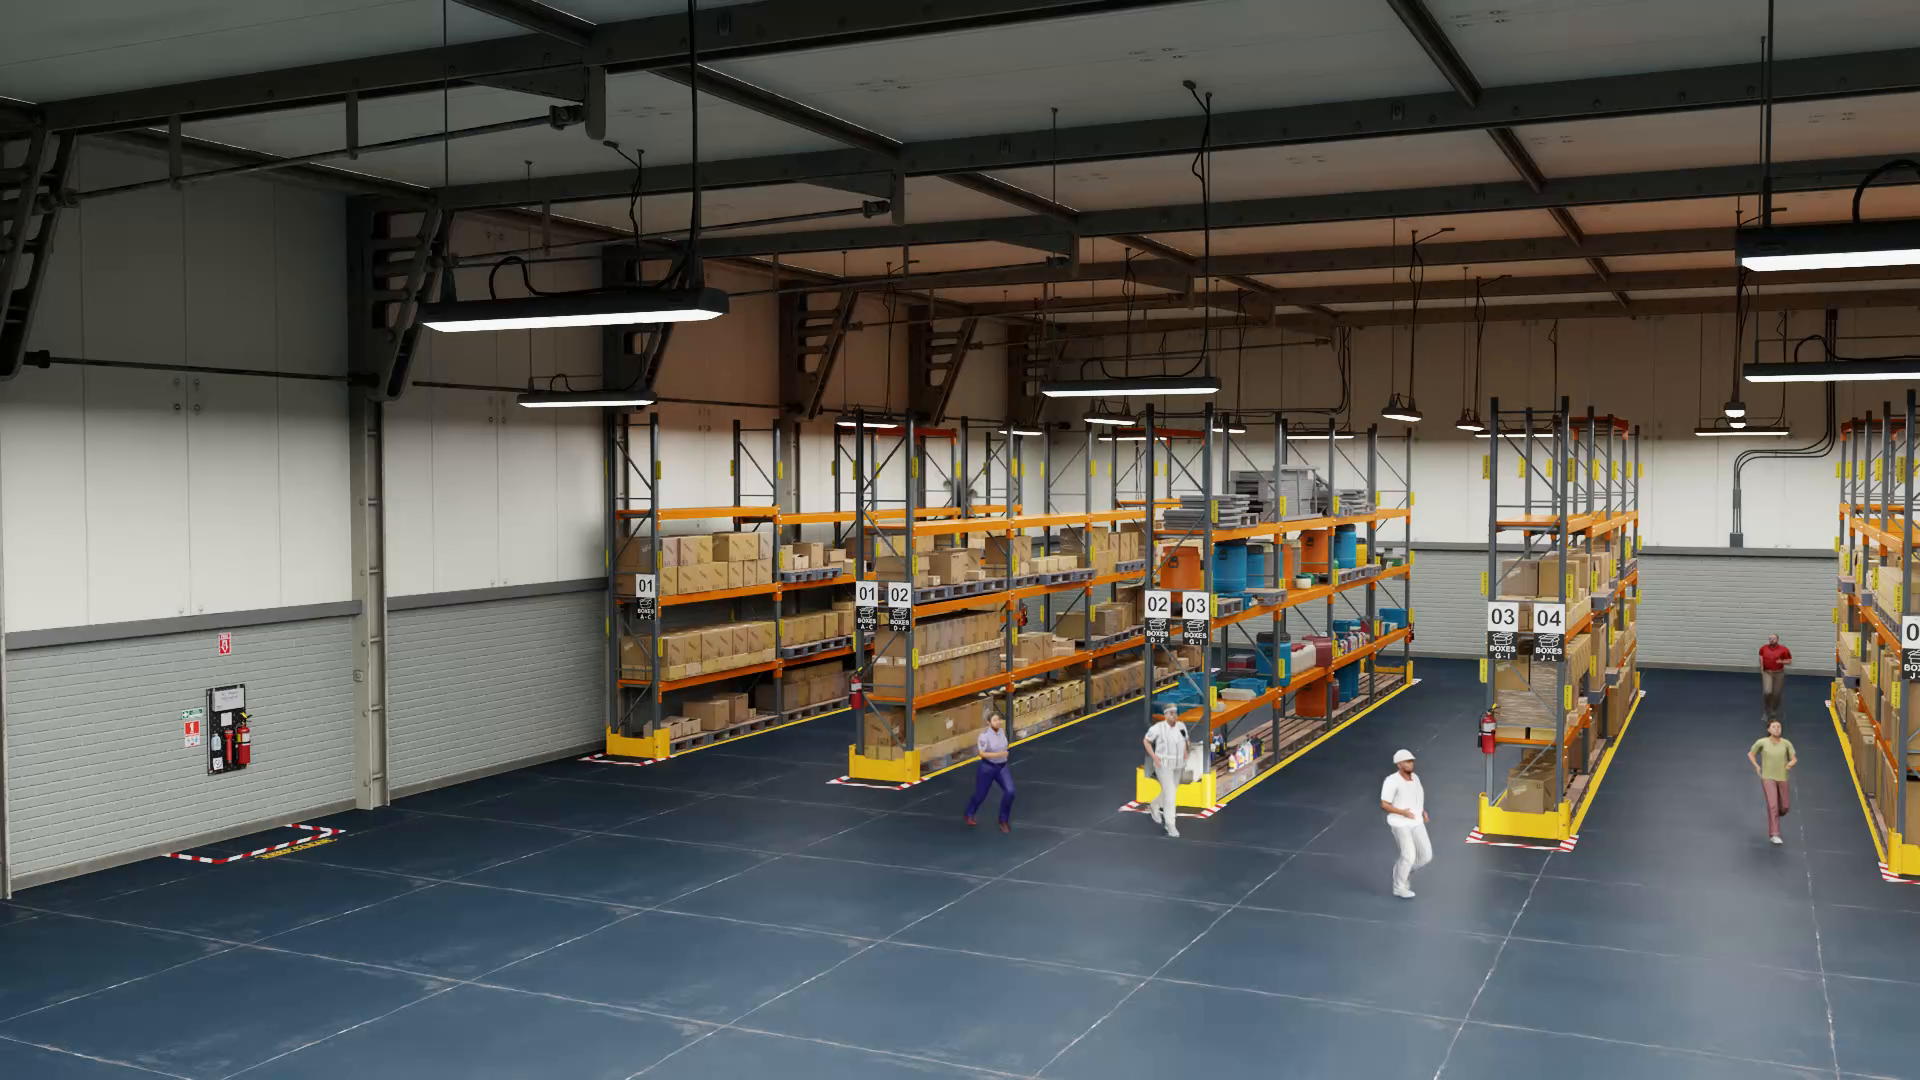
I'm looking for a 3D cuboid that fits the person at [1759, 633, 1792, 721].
[{"bbox_3d":[16.302,2.768,33.281,0.624,1.804,0.768,1,3,30],"label":"person"}]

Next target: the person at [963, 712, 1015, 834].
[{"bbox_3d":[0.444,3.219,23.049,0.610,1.691,0.873,-2,3,-36],"label":"person"}]

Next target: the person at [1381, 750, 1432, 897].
[{"bbox_3d":[5.257,3.314,19.416,0.691,1.721,0.564,-2,3,-32],"label":"person"}]

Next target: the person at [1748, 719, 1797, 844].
[{"bbox_3d":[11.000,3.243,22.495,0.589,1.615,0.802,1,2,12],"label":"person"}]

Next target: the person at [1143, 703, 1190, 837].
[{"bbox_3d":[2.885,3.151,23.101,0.673,1.832,0.845,-1,3,-28],"label":"person"}]
